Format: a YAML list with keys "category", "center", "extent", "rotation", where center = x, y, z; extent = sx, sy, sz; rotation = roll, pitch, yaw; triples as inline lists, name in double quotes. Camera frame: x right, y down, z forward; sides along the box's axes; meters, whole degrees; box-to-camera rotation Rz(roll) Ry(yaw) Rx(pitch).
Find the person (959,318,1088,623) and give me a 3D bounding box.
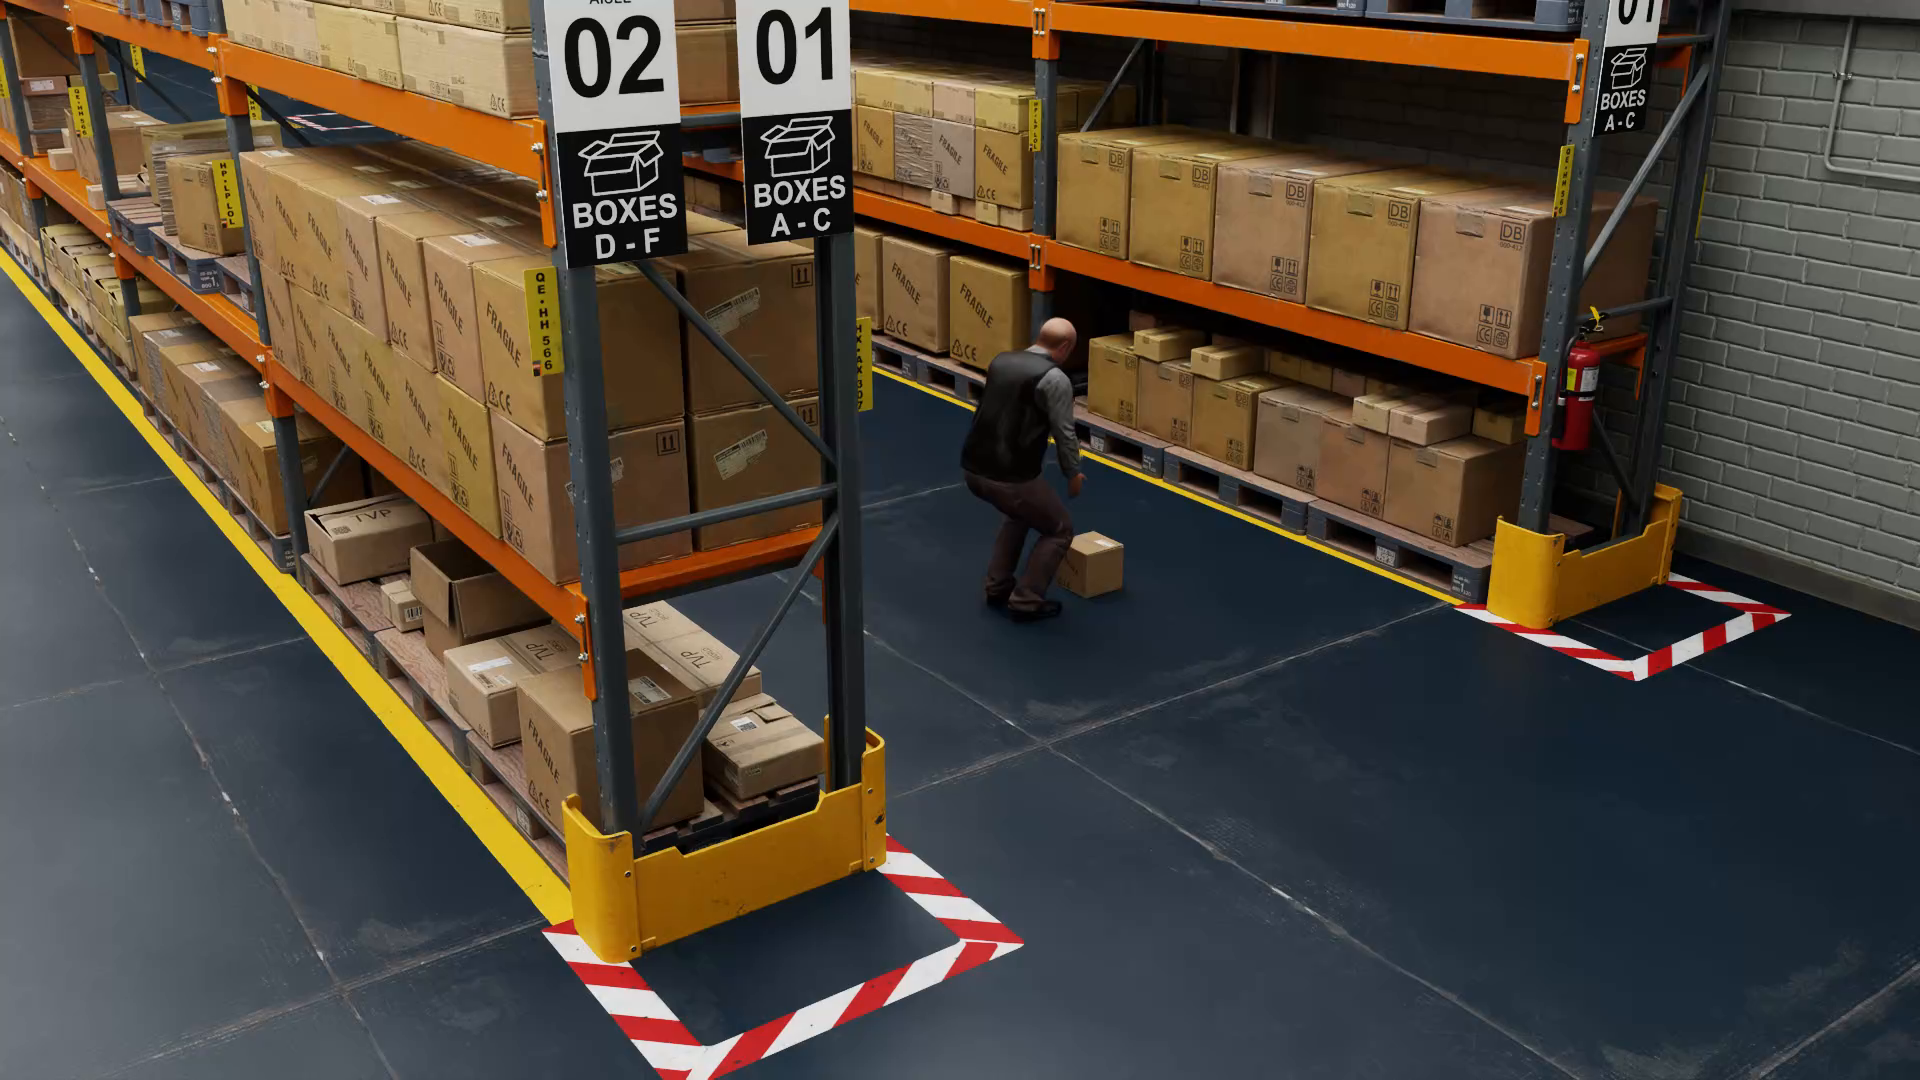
- category: "person"
  center: [0.308, -0.355, 8.374]
  extent: [0.648, 1.482, 0.589]
  rotation: [-14, 25, -33]
